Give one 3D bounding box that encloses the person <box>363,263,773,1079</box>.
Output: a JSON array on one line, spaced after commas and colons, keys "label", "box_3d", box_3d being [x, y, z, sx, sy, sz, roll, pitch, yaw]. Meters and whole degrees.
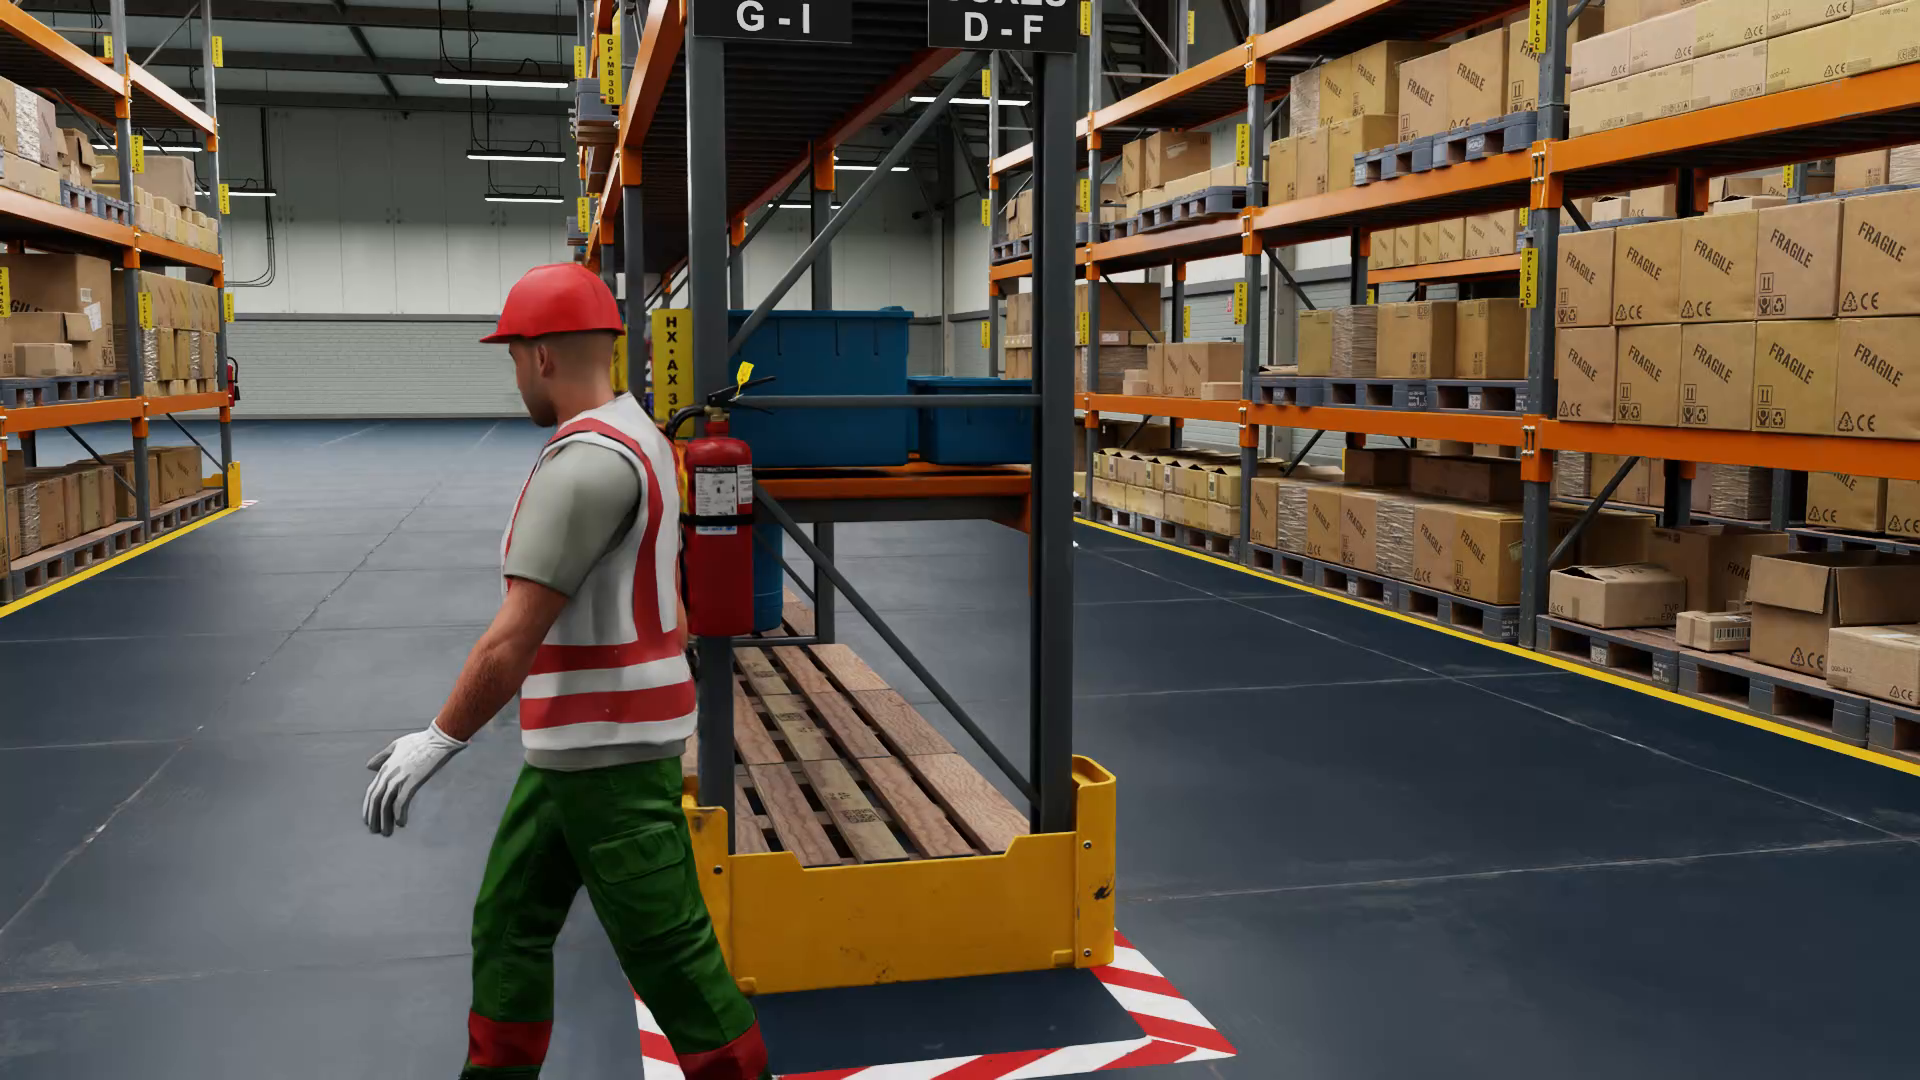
[{"label": "person", "box_3d": [-0.727, 0.405, 3.039, 0.812, 1.805, 0.554, -1, 6, -8]}]
